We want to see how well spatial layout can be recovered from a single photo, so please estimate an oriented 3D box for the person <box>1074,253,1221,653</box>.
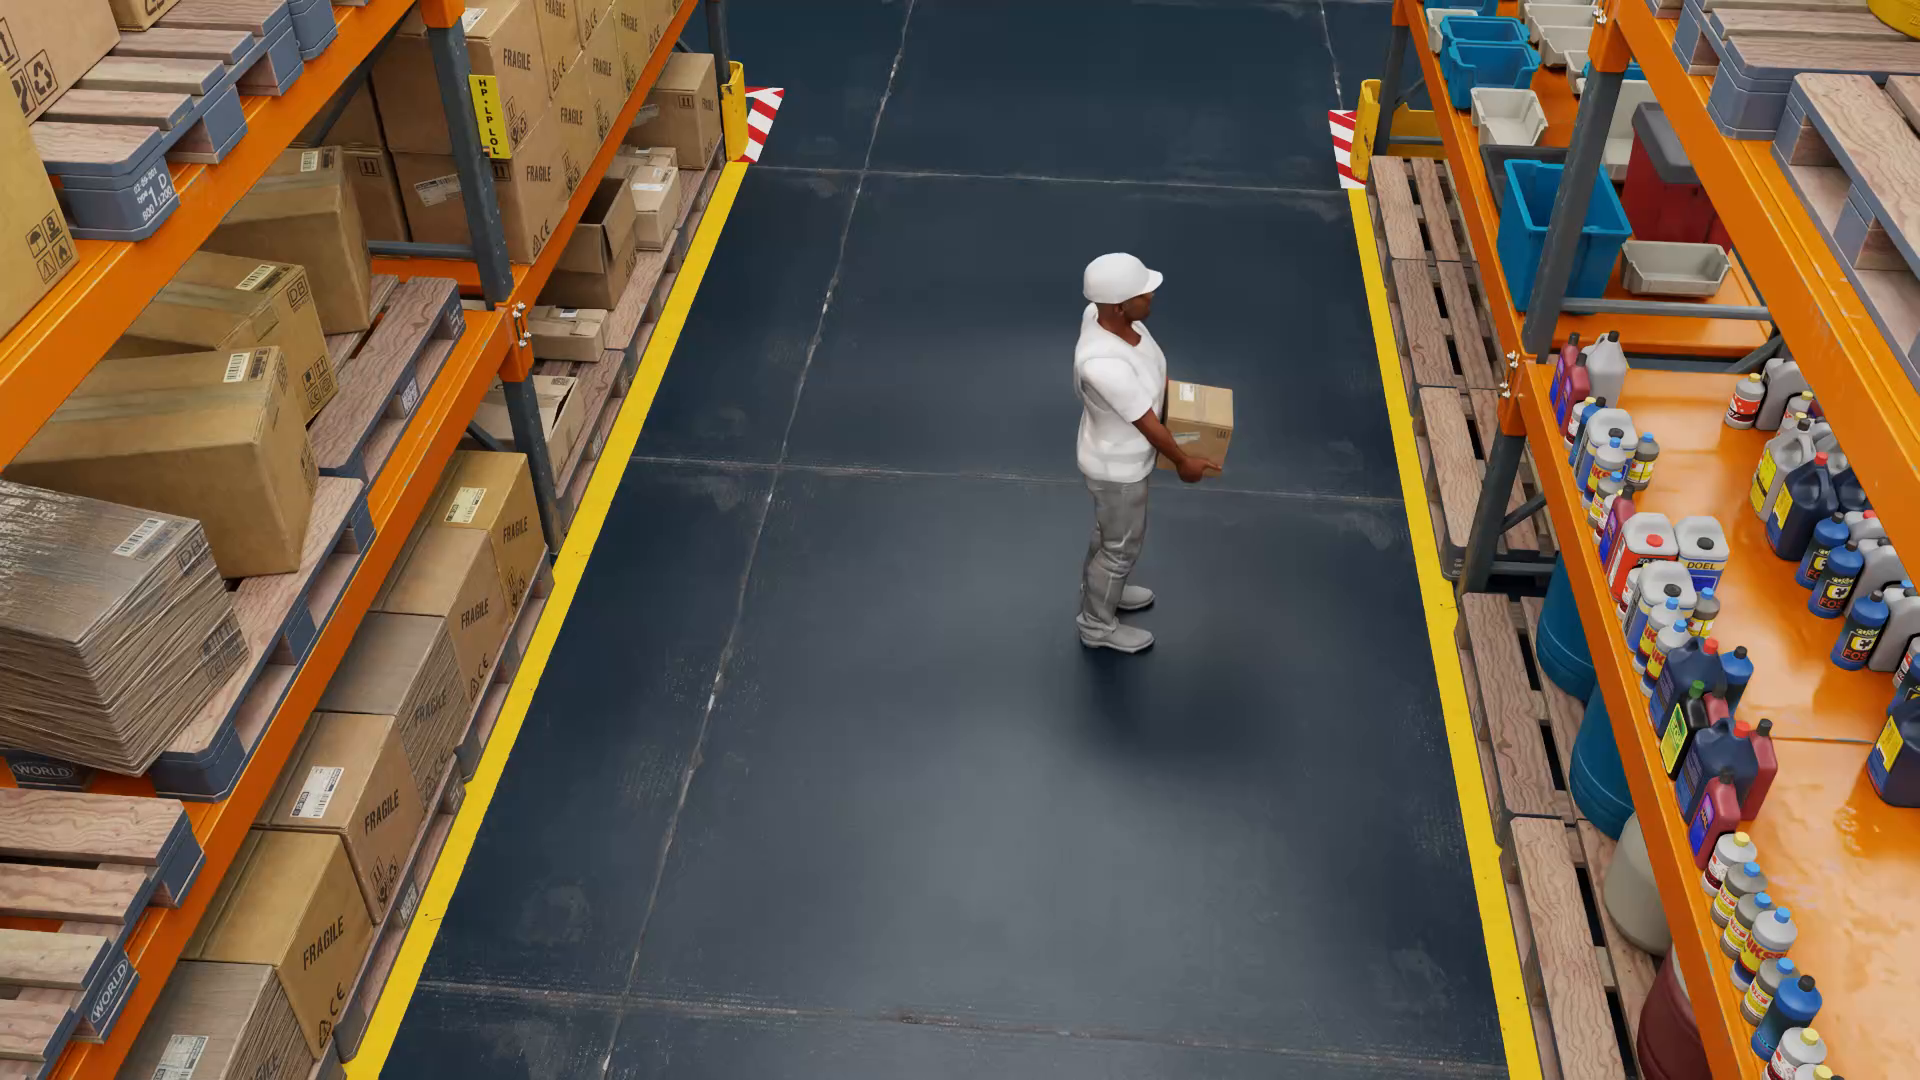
[{"bbox_3d":[0.726,-0.335,6.544,0.586,1.760,0.503,4,40,5],"label":"person"}]
